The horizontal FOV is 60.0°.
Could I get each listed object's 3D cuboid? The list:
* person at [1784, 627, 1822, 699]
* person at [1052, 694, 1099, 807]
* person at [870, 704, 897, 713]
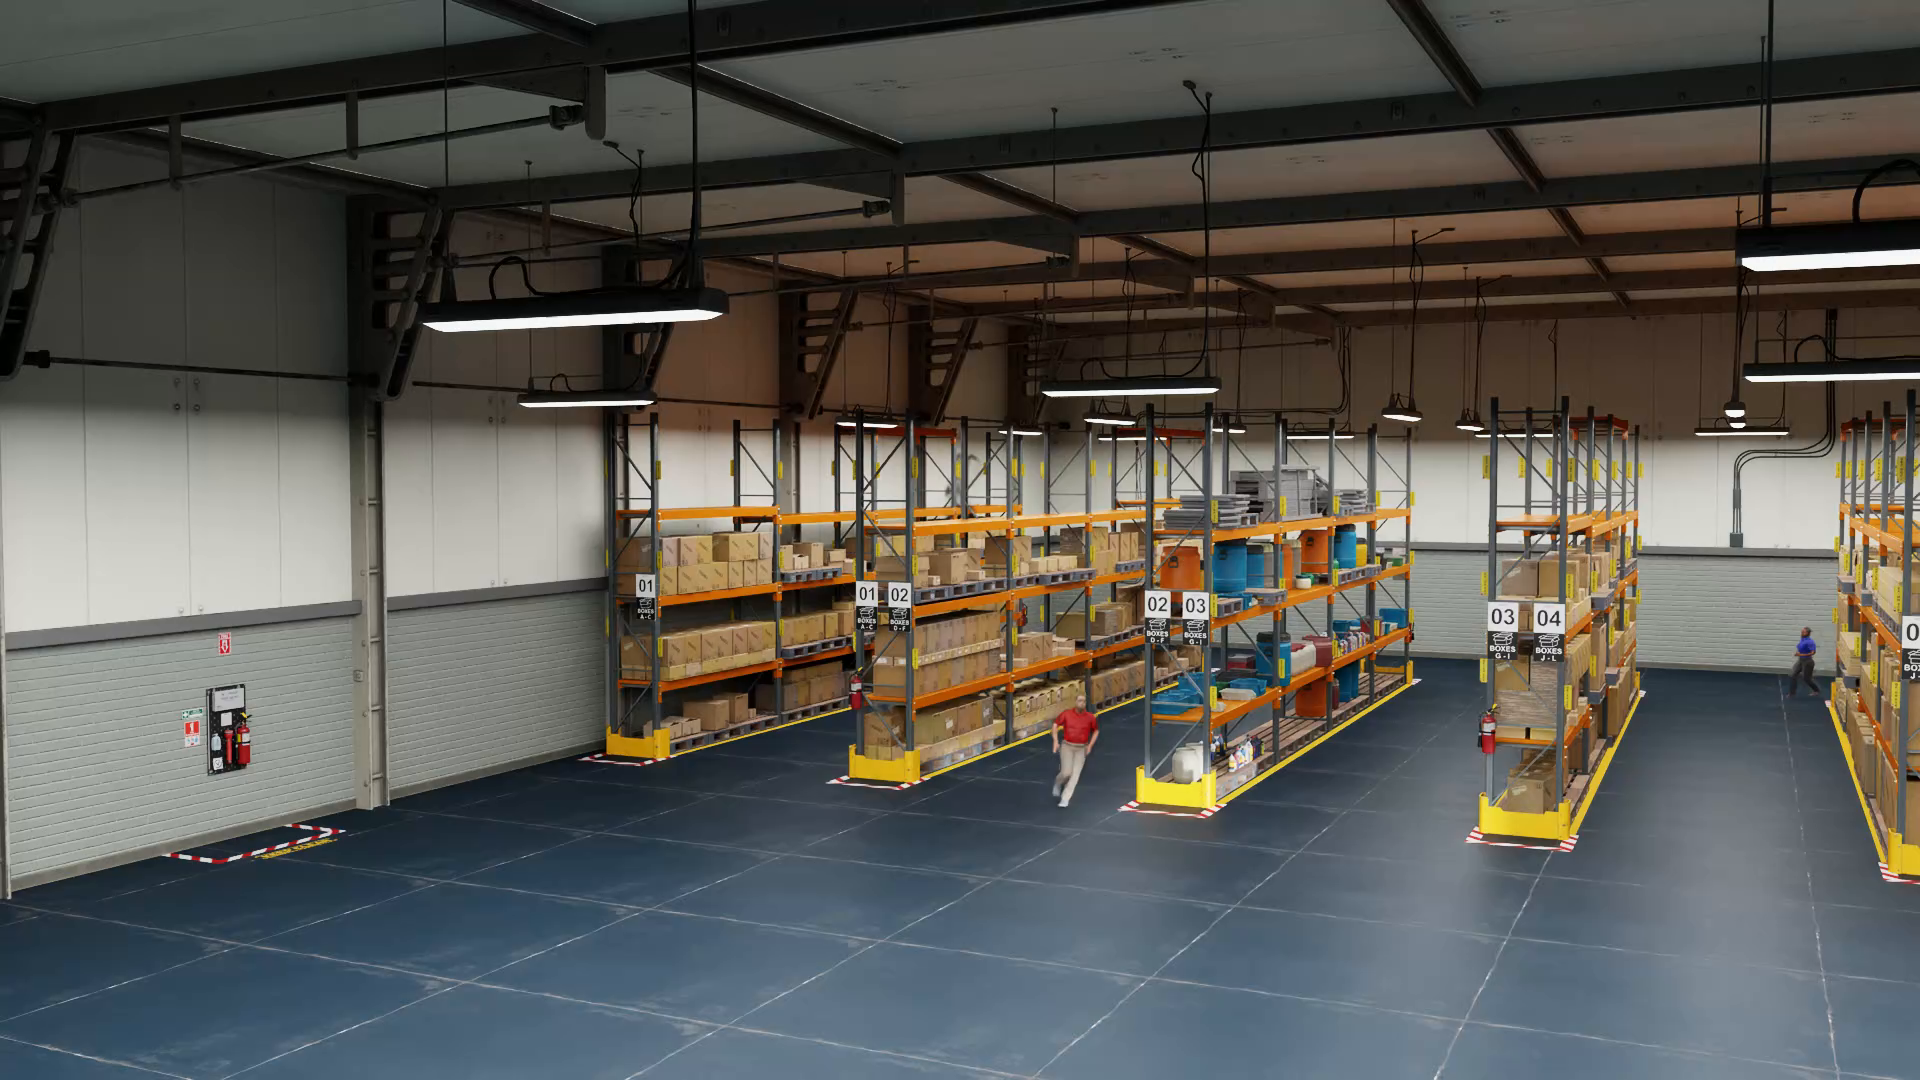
[{"bbox_3d":[18.470,2.705,36.206,0.803,1.660,0.660,0,2,-2],"label":"person"},{"bbox_3d":[1.737,3.133,24.793,0.699,1.650,0.506,0,2,-3],"label":"person"},{"bbox_3d":[-1.374,2.877,31.048,0.593,1.591,0.860,1,3,27],"label":"person"}]
